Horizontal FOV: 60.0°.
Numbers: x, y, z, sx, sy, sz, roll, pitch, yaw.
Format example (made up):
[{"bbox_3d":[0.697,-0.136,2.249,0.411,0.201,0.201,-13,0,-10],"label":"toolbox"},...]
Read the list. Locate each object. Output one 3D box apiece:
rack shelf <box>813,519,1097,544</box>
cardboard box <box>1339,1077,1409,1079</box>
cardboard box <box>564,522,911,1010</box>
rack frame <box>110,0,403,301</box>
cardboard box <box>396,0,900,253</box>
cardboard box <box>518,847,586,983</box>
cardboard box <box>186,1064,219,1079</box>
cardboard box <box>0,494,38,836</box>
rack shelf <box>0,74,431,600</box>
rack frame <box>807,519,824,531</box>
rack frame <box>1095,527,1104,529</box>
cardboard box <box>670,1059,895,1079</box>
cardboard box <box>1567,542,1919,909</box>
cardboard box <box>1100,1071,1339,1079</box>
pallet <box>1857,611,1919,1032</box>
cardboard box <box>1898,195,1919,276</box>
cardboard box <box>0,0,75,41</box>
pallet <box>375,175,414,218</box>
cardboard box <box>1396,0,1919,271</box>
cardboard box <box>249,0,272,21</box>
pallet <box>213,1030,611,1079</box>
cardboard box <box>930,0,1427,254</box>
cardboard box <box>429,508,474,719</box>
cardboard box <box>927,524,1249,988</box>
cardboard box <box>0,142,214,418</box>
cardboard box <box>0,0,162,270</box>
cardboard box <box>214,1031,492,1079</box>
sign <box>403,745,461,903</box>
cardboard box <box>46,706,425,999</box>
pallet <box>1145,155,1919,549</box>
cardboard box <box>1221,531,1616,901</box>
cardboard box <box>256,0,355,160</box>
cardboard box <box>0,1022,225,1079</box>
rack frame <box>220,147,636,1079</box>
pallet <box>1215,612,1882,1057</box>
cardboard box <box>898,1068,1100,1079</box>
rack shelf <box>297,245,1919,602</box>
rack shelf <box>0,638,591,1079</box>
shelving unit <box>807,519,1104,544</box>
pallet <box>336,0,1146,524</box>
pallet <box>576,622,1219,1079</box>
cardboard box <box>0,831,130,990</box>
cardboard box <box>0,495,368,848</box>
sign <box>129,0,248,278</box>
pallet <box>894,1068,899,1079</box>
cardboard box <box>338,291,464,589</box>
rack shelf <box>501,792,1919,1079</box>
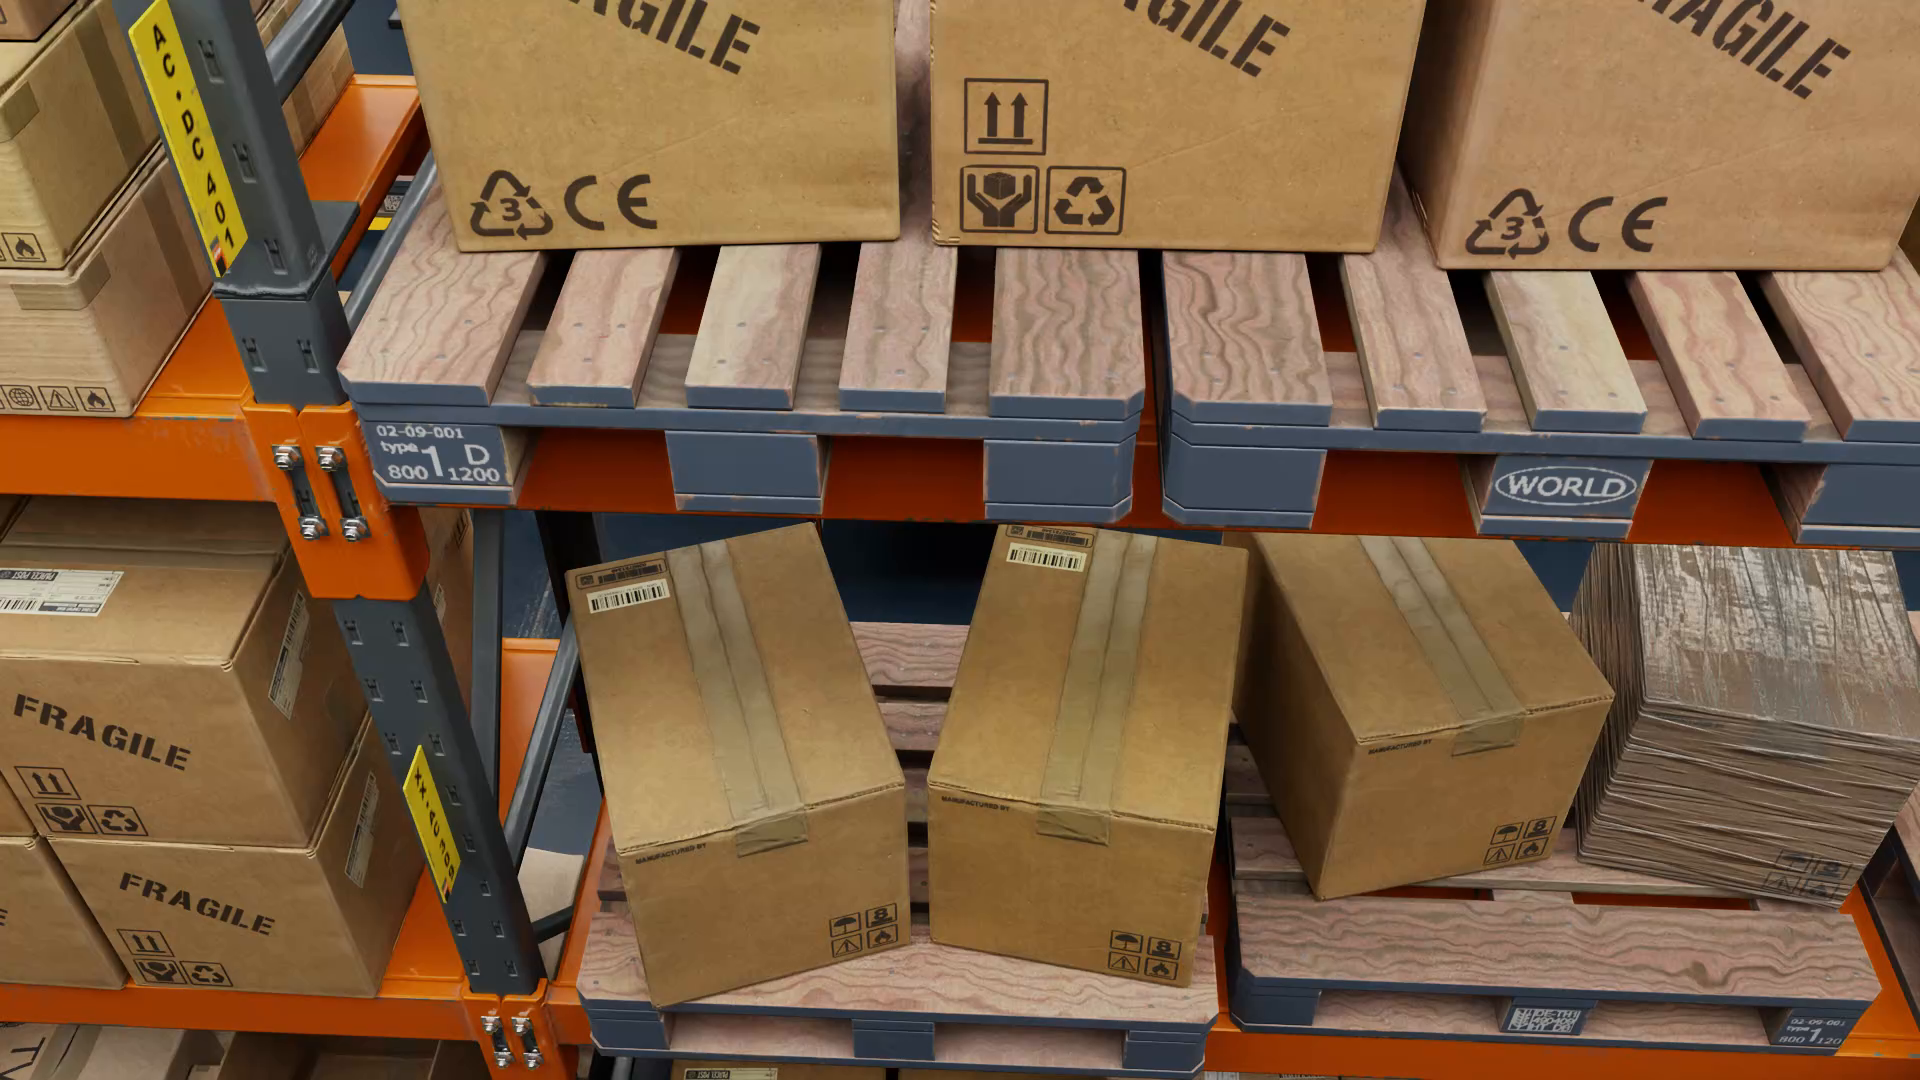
[{"bbox_3d":[-0.007,-0.233,6.033,1.000,0.278,0.538,2,43,2],"label":"rack shelf"},{"bbox_3d":[1.076,1.147,3.779,0.500,0.250,0.500,1,43,1],"label":"cardboard box"},{"bbox_3d":[-0.433,0.418,3.219,0.500,0.500,0.700,-12,44,-12],"label":"cardboard box"},{"bbox_3d":[-0.896,-1.754,1.531,0.127,3.000,1.000,2,43,2],"label":"rack frame"},{"bbox_3d":[-0.396,-0.817,2.271,0.600,0.600,0.600,-2,43,-2],"label":"cardboard box"},{"bbox_3d":[-1.305,1.104,4.514,0.500,0.311,0.500,2,43,2],"label":"cardboard box"},{"bbox_3d":[-1.855,1.529,4.177,0.250,0.149,0.380,2,43,2],"label":"cardboard box"},{"bbox_3d":[-1.925,0.186,3.043,0.500,0.500,0.500,1,43,1],"label":"cardboard box"},{"bbox_3d":[-2.894,-0.454,2.864,4.000,0.370,1.077,2,43,2],"label":"rack shelf"},{"bbox_3d":[-0.515,-0.427,5.884,0.032,1.125,0.500,2,43,2],"label":"rack frame"},{"bbox_3d":[0.501,-0.396,5.850,0.032,1.125,0.500,2,43,2],"label":"rack frame"},{"bbox_3d":[-0.424,1.376,4.084,0.500,0.500,0.500,0,43,0],"label":"cardboard box"},{"bbox_3d":[1.561,0.273,3.375,0.500,0.500,0.700,9,44,10],"label":"cardboard box"},{"bbox_3d":[0.575,1.132,3.795,0.500,0.250,0.500,2,43,2],"label":"cardboard box"},{"bbox_3d":[2.420,0.661,3.480,1.003,0.211,1.213,2,43,2],"label":"pallet"},{"bbox_3d":[1.634,-0.592,2.411,0.500,0.500,0.910,2,43,2],"label":"cardboard box"},{"bbox_3d":[-1.383,-1.047,2.166,0.500,0.500,0.700,2,43,2],"label":"cardboard box"},{"bbox_3d":[-2.627,-1.943,8.181,1.213,0.211,1.003,2,43,2],"label":"pallet"},{"bbox_3d":[0.937,-0.778,2.229,0.600,0.600,0.600,0,43,0],"label":"cardboard box"},{"bbox_3d":[-1.370,-0.968,2.631,0.500,0.250,0.500,2,43,2],"label":"cardboard box"},{"bbox_3d":[-1.582,1.440,4.549,1.213,0.211,1.003,2,43,2],"label":"pallet"},{"bbox_3d":[0.273,-0.812,2.266,0.600,0.600,0.600,1,43,1],"label":"cardboard box"},{"bbox_3d":[-1.393,0.204,3.757,0.500,0.500,0.500,3,43,3],"label":"cardboard box"},{"bbox_3d":[0.257,0.396,3.243,0.500,0.500,0.700,8,44,9],"label":"cardboard box"},{"bbox_3d":[-1.394,-0.435,2.426,0.500,0.250,0.500,2,43,2],"label":"cardboard box"},{"bbox_3d":[-1.394,-0.614,2.251,0.500,0.250,0.500,2,43,2],"label":"cardboard box"},{"bbox_3d":[-1.478,1.371,4.089,0.500,0.500,0.500,2,43,2],"label":"cardboard box"},{"bbox_3d":[-0.913,0.494,2.884,0.005,0.325,0.100,2,43,2],"label":"sign"},{"bbox_3d":[-1.407,0.564,3.370,0.500,0.500,0.500,2,43,3],"label":"cardboard box"},{"bbox_3d":[0.789,-0.490,2.512,1.003,0.211,1.213,2,43,2],"label":"pallet"},{"bbox_3d":[0.872,0.263,3.385,0.500,0.500,0.700,-8,44,-9],"label":"cardboard box"},{"bbox_3d":[-1.371,-0.785,2.801,0.500,0.250,0.500,2,43,2],"label":"cardboard box"},{"bbox_3d":[-2.227,1.417,4.178,0.500,0.311,0.500,2,43,2],"label":"cardboard box"},{"bbox_3d":[-0.896,0.441,3.575,0.127,3.000,1.000,2,43,2],"label":"rack frame"},{"bbox_3d":[1.157,0.578,3.570,1.213,0.211,1.003,2,43,2],"label":"pallet"},{"bbox_3d":[0.110,1.385,4.074,0.500,0.500,0.500,2,43,2],"label":"cardboard box"},{"bbox_3d":[1.102,-0.331,2.732,4.000,0.370,1.077,2,43,2],"label":"rack shelf"},{"bbox_3d":[-2.894,0.643,3.887,4.000,0.370,1.077,2,43,2],"label":"rack shelf"},{"bbox_3d":[-0.007,-0.412,5.867,1.048,1.125,0.538,2,43,2],"label":"shelving unit"},{"bbox_3d":[-0.248,-0.519,2.544,1.003,0.211,1.213,2,43,2],"label":"pallet"},{"bbox_3d":[-0.103,0.611,3.535,1.213,0.211,1.003,2,43,2],"label":"pallet"},{"bbox_3d":[-1.922,0.549,3.386,0.500,0.500,0.500,3,43,3],"label":"cardboard box"},{"bbox_3d":[-1.413,0.200,3.028,0.500,0.500,0.500,2,43,2],"label":"cardboard box"},{"bbox_3d":[-0.913,-0.476,1.980,0.005,0.325,0.100,2,43,2],"label":"sign"},{"bbox_3d":[-0.082,1.461,4.527,1.213,0.211,1.003,2,43,2],"label":"pallet"},{"bbox_3d":[-1.354,-0.167,3.422,0.500,0.500,0.500,3,43,3],"label":"cardboard box"},{"bbox_3d":[1.102,0.766,3.755,4.000,0.370,1.077,2,43,2],"label":"rack shelf"}]
